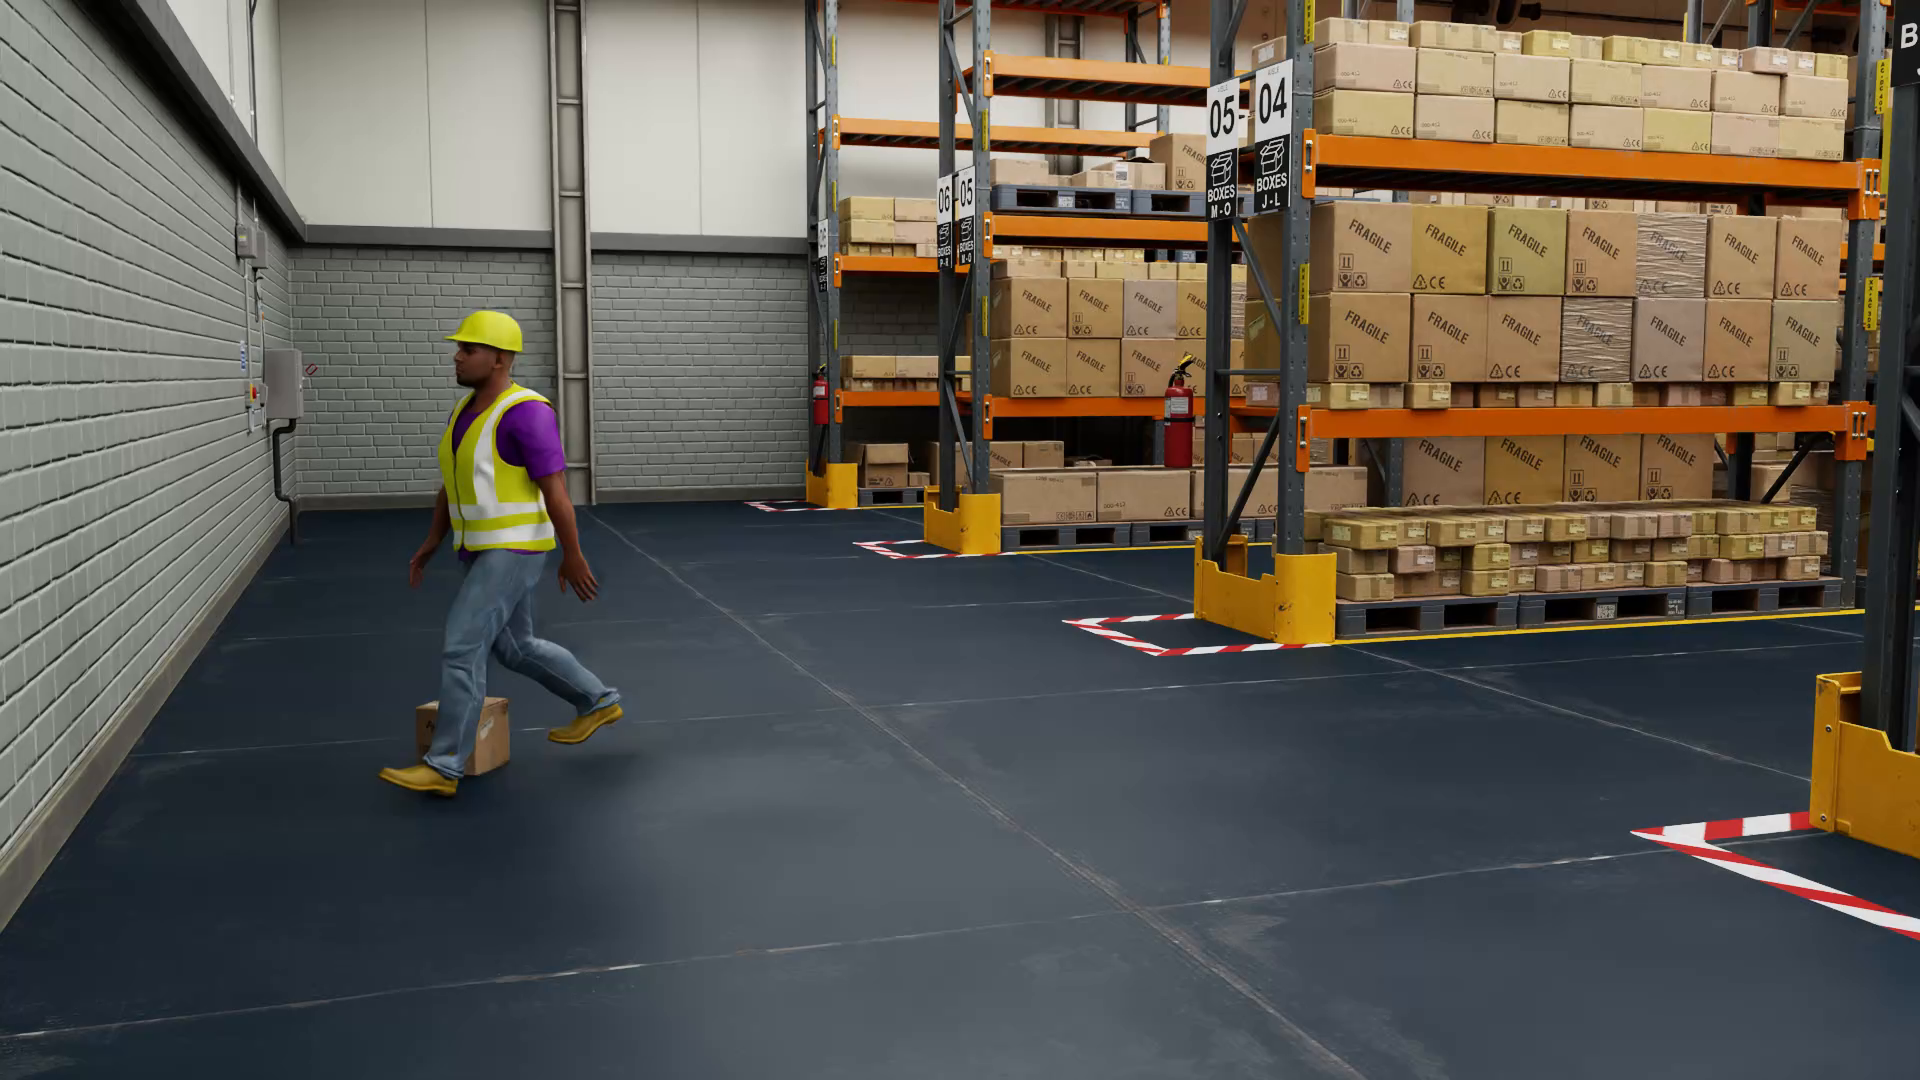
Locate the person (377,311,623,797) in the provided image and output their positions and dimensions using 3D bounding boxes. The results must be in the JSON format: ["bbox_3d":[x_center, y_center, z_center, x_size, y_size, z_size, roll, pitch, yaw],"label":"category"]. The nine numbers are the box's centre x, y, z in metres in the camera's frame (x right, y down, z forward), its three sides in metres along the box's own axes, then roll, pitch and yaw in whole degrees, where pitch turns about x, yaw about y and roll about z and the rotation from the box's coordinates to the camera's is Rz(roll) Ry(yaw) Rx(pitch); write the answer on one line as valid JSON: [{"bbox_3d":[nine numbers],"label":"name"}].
[{"bbox_3d":[-1.675,0.033,6.088,1.062,1.728,0.605,-5,8,-41],"label":"person"}]
